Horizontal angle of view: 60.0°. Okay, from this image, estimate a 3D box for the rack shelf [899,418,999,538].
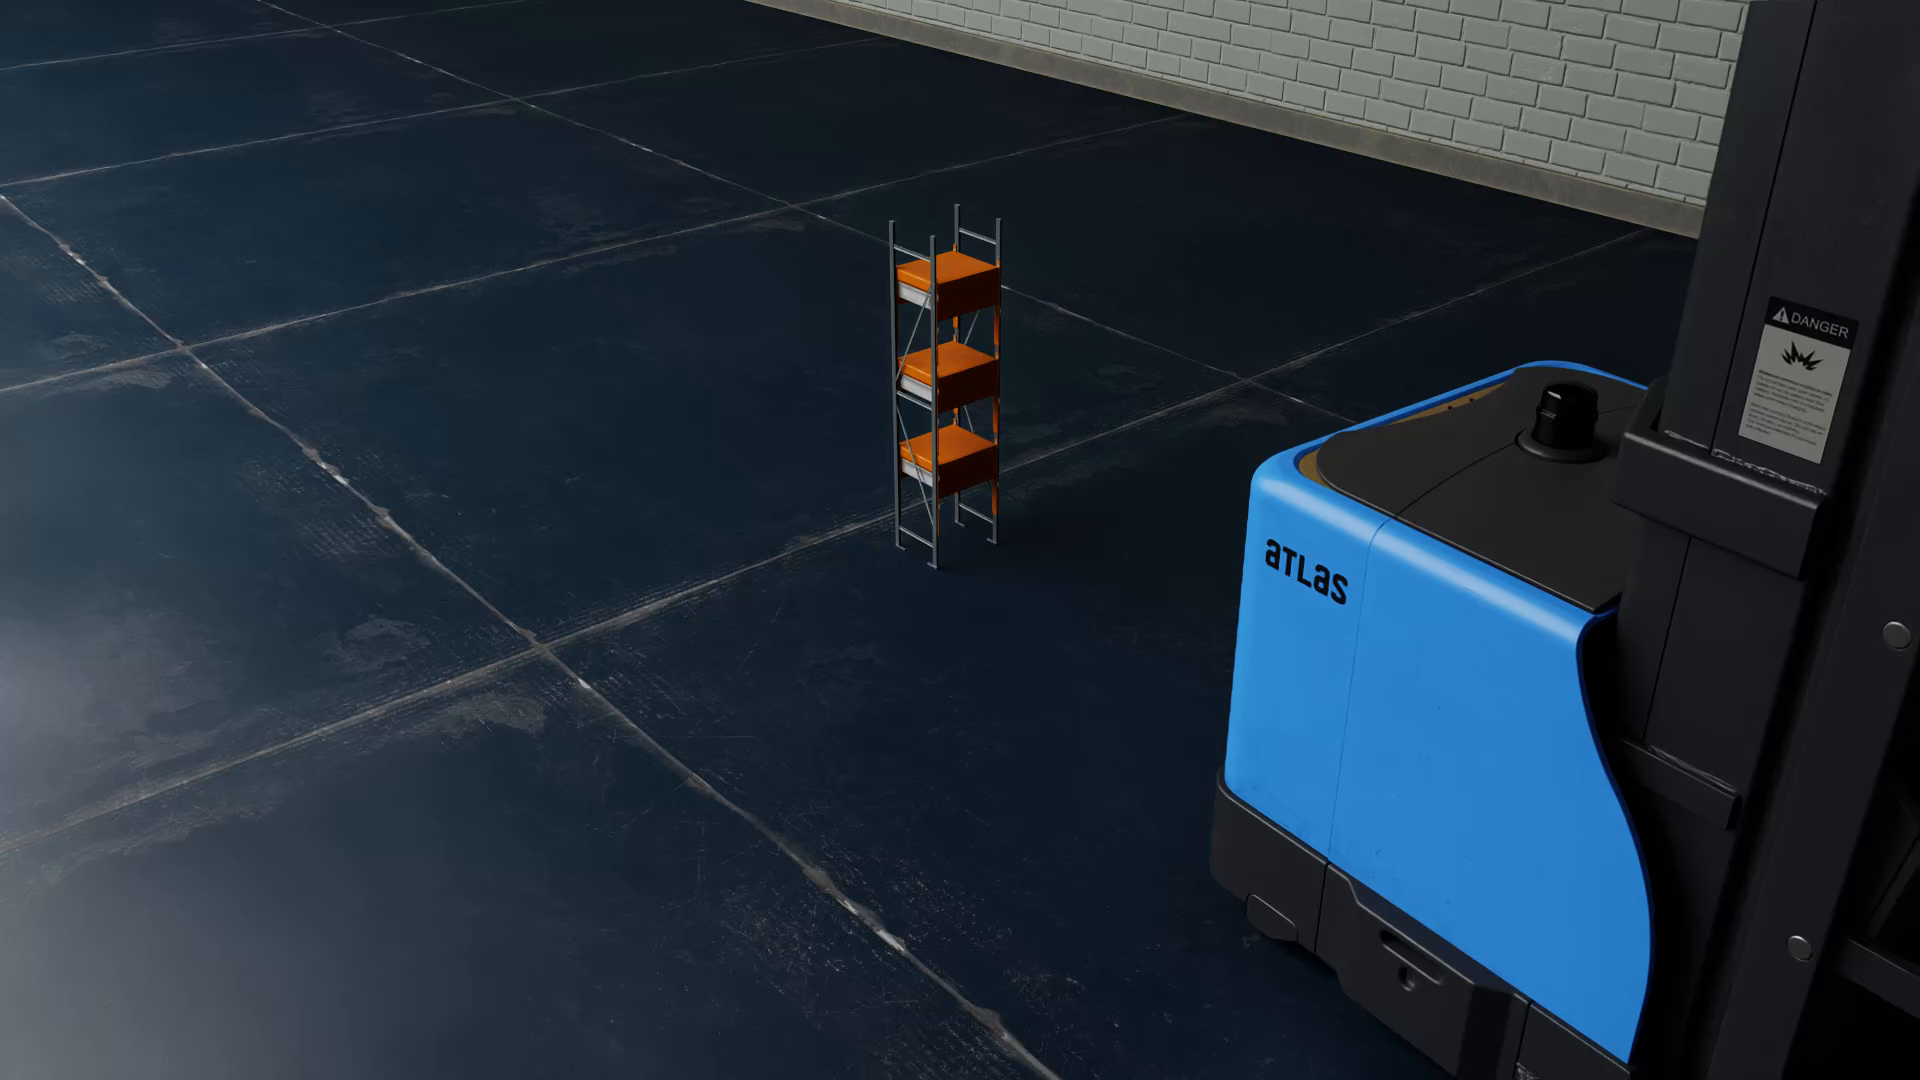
[{"bbox_3d":[-0.041,-0.192,5.108,0.240,0.259,0.215,-22,35,-35],"label":"rack shelf"}]

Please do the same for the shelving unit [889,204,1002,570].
[{"bbox_3d":[-0.041,-0.447,4.972,0.252,1.050,0.215,-22,35,-35],"label":"shelving unit"}]

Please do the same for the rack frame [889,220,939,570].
[{"bbox_3d":[-0.134,-0.409,4.902,0.008,1.050,0.200,-22,35,-35],"label":"rack frame"}]

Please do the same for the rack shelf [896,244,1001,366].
[{"bbox_3d":[-0.041,-0.688,4.843,0.240,0.259,0.215,-22,35,-35],"label":"rack shelf"}]

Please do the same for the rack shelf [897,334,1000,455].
[{"bbox_3d":[-0.041,-0.437,4.977,0.240,0.259,0.215,-22,35,-35],"label":"rack shelf"}]

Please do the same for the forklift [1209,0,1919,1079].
[{"bbox_3d":[1.839,-0.079,2.288,1.130,2.935,3.031,-19,34,-32],"label":"forklift"}]

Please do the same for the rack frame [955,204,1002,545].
[{"bbox_3d":[0.052,-0.484,5.042,0.008,1.050,0.200,-22,35,-35],"label":"rack frame"}]
